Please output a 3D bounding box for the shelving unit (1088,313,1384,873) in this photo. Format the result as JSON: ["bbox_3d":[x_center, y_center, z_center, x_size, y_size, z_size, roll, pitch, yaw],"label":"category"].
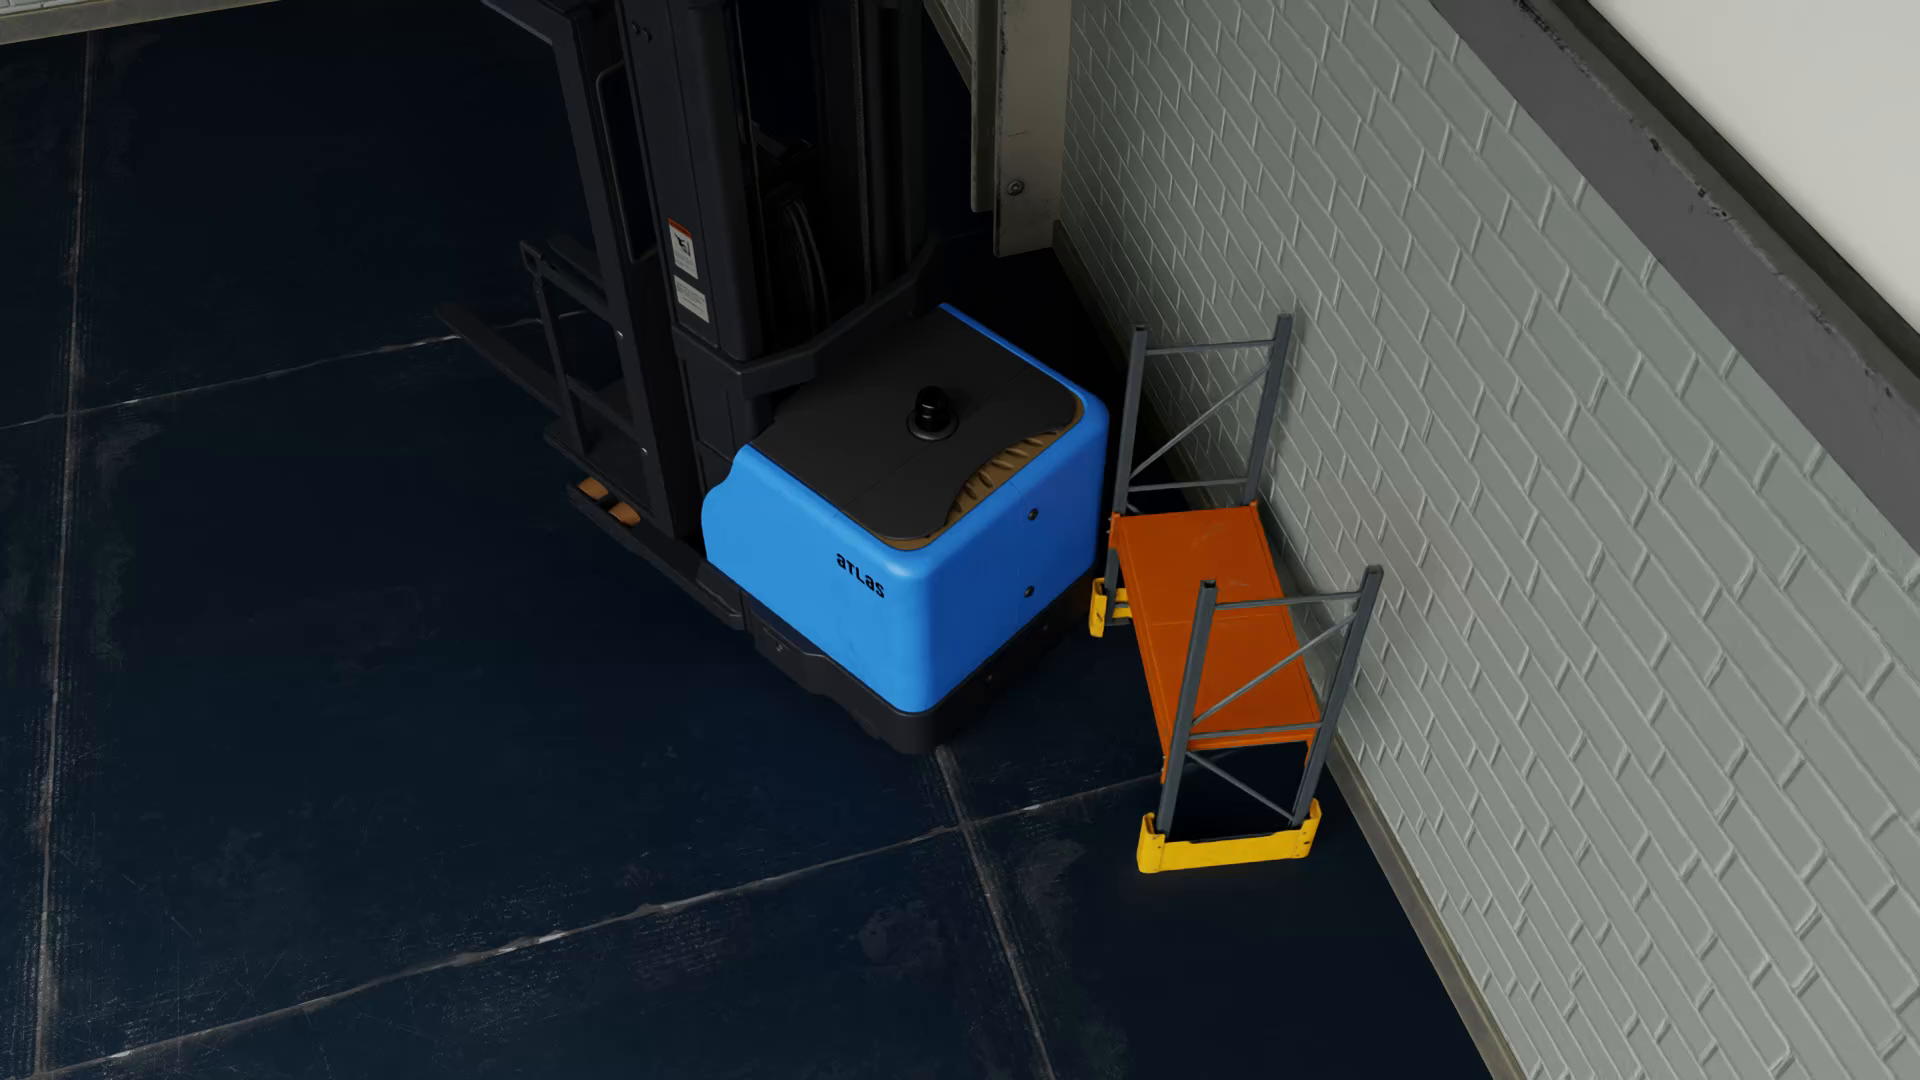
[{"bbox_3d":[0.838,0.204,5.385,0.587,1.500,1.083,-5,50,-4],"label":"shelving unit"}]

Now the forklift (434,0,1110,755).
[{"bbox_3d":[-0.908,-1.193,5.629,3.031,2.935,1.130,35,58,26],"label":"forklift"}]

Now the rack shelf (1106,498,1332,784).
[{"bbox_3d":[0.836,0.313,5.528,0.538,0.185,1.000,-5,50,-4],"label":"rack shelf"}]

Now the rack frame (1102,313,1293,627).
[{"bbox_3d":[0.779,-0.189,5.716,0.500,1.500,0.032,-5,50,-4],"label":"rack frame"}]

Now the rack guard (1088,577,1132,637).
[{"bbox_3d":[0.779,0.229,6.181,0.587,0.250,0.087,-5,50,-4],"label":"rack guard"}]

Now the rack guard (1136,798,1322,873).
[{"bbox_3d":[0.892,0.985,5.543,0.587,0.250,0.087,-5,50,-4],"label":"rack guard"}]

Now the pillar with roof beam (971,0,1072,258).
[{"bbox_3d":[-3.858,-3.402,3.522,9.100,9.000,0.400,-13,51,-11],"label":"pillar with roof beam"}]

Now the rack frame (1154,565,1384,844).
[{"bbox_3d":[0.895,0.583,5.065,0.500,1.500,0.032,-5,50,-4],"label":"rack frame"}]
